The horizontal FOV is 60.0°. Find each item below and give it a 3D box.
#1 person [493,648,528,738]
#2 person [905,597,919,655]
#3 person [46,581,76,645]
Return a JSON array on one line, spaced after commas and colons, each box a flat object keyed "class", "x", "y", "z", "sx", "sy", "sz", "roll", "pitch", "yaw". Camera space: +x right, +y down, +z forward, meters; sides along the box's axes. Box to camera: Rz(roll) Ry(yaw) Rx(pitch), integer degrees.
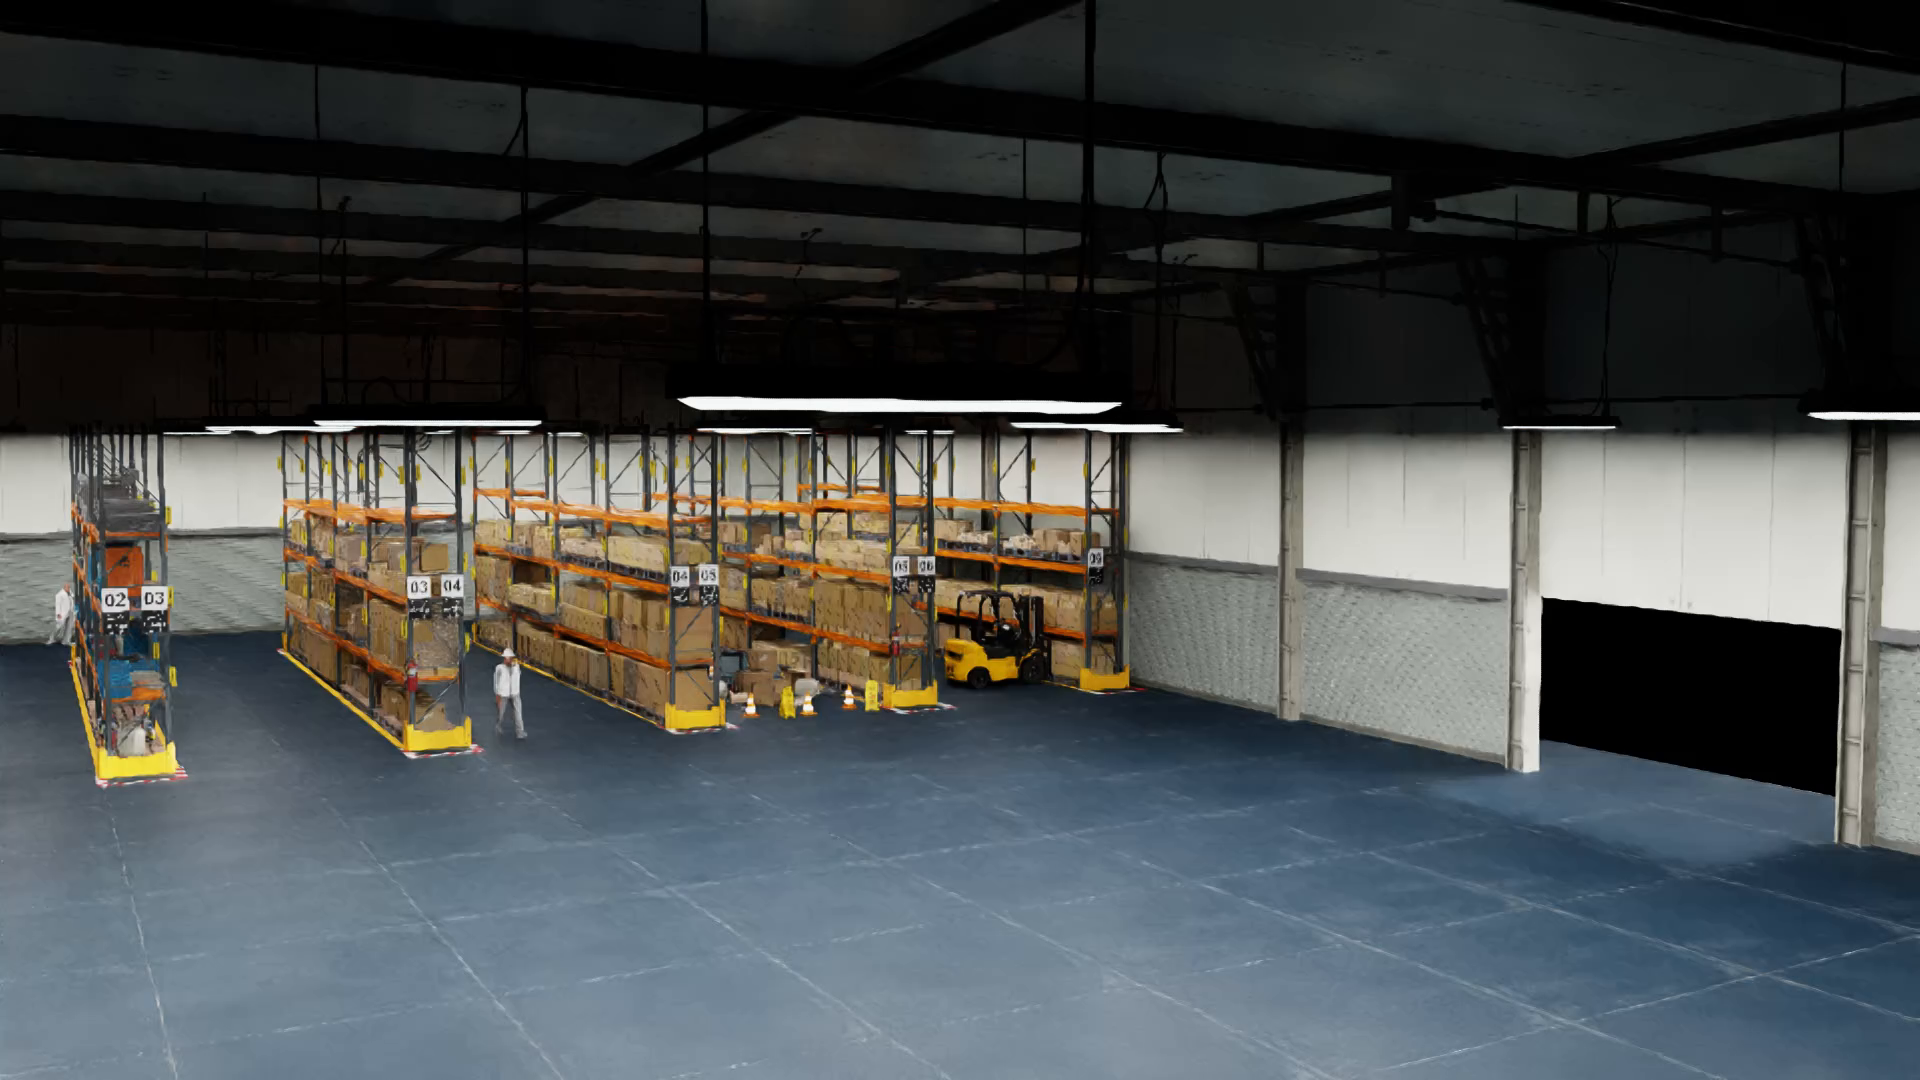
[{"class": "person", "x": -8.612, "y": 2.897, "z": 31.685, "sx": 0.546, "sy": 1.695, "sz": 1.105, "roll": -2, "pitch": 4, "yaw": -31}, {"class": "person", "x": -1.326, "y": 2.249, "z": 42.539, "sx": 0.550, "sy": 1.663, "sz": 0.586, "roll": 0, "pitch": 4, "yaw": -4}, {"class": "person", "x": -24.662, "y": 2.021, "z": 45.620, "sx": 0.555, "sy": 1.770, "sz": 0.789, "roll": 1, "pitch": 4, "yaw": 21}]
